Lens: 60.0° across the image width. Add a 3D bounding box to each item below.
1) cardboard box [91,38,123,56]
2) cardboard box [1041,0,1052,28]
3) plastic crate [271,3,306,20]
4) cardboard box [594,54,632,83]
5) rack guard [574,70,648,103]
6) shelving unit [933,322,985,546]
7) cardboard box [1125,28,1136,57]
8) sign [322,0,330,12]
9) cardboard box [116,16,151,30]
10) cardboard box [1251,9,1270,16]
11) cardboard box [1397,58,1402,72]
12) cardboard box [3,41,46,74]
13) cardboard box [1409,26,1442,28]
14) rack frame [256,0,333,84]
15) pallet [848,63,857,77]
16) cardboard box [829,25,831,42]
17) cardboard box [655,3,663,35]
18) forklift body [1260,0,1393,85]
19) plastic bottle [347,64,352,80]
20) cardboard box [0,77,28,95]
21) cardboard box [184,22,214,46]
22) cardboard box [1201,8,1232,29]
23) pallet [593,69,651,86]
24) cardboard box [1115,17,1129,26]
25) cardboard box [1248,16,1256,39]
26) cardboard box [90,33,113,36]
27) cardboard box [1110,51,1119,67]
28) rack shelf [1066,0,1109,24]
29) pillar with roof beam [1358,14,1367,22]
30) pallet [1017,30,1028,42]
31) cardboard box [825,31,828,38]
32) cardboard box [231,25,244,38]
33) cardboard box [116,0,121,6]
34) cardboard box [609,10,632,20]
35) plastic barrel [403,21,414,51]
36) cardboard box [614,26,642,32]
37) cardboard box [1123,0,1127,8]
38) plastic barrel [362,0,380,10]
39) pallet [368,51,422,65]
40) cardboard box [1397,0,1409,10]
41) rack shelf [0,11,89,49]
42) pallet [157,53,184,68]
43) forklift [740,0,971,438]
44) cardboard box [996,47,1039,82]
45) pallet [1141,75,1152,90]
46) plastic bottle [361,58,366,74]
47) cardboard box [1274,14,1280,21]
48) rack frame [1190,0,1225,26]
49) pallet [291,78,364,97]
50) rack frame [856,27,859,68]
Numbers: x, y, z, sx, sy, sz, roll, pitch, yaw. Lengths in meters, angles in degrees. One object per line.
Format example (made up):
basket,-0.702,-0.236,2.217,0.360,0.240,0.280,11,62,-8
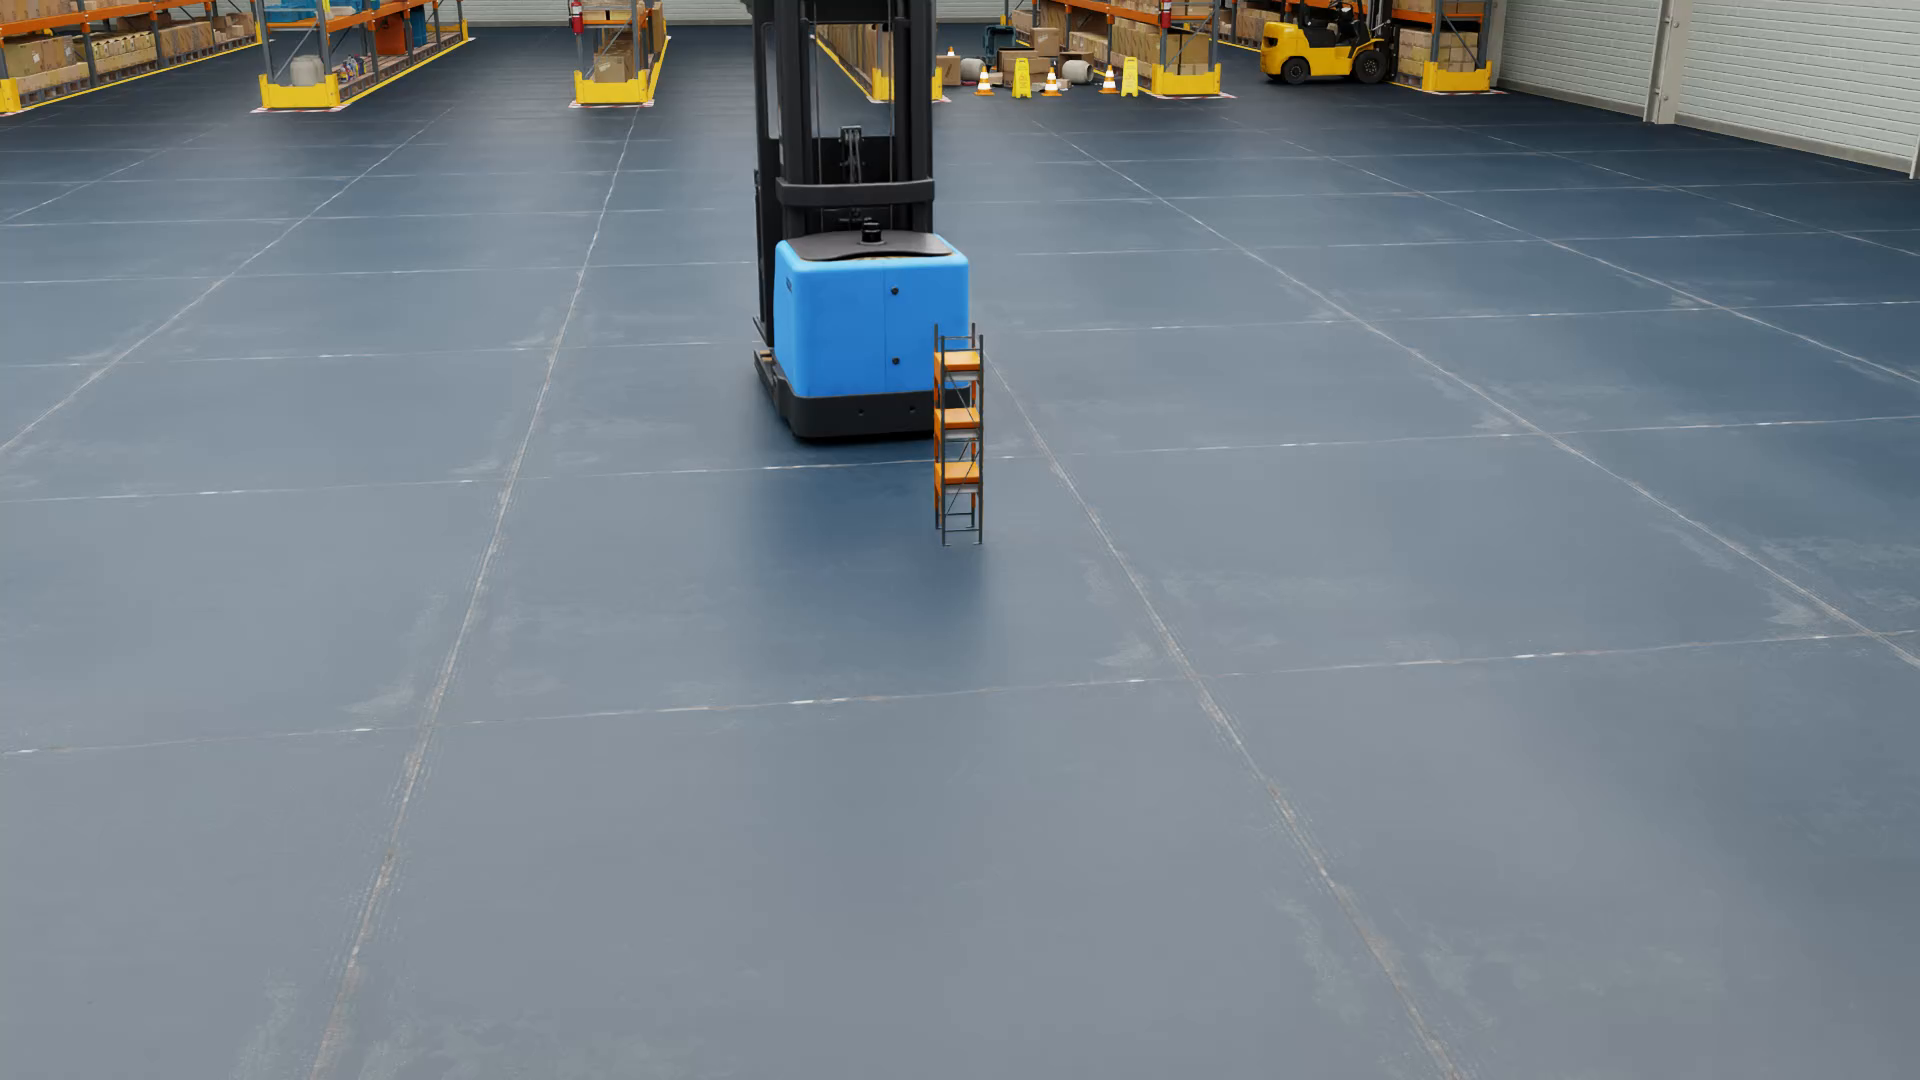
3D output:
cardboard box,-16.162,-9.310,31.385,0.500,0.311,0.500,-4,21,-10
cardboard box,2.419,-12.389,39.537,0.875,0.875,0.875,-2,21,-6
plastic crate,-11.184,-8.808,27.724,0.499,0.251,0.408,-3,21,-8
cardboard box,-5.900,-7.987,28.285,0.500,0.500,0.500,1,20,2
rack guard,-5.837,-7.599,27.848,1.175,0.500,0.348,-3,21,-8
shelving unit,-0.008,-0.510,8.082,0.215,1.050,0.252,-3,21,-8
cardboard box,3.383,-9.306,31.104,0.500,0.500,0.500,-2,21,-5
sign,-10.183,-8.650,26.693,0.100,0.325,0.005,-3,21,-8
cardboard box,-17.162,-10.733,34.538,0.500,0.250,0.500,-2,21,-6
cardboard box,7.168,-12.568,39.623,0.380,0.149,0.250,-3,21,-9
cardboard box,8.386,-8.897,31.080,0.500,0.250,0.500,-3,21,-7
cardboard box,-15.646,-8.048,27.735,0.500,0.500,0.500,-3,21,-8
cardboard box,8.805,-9.573,31.460,0.500,0.250,0.500,-3,21,-9
rack frame,-10.728,-8.494,26.672,1.000,3.000,0.127,-3,21,-8
pallet,-1.666,-9.301,32.818,1.003,0.211,1.213,-3,21,-8
cardboard box,-2.789,-11.870,38.684,0.500,0.500,0.500,-2,21,-6
cardboard box,-7.314,-11.570,37.344,1.225,0.875,0.875,-4,21,-10
forklift body,6.813,-9.662,31.012,2.313,2.155,1.214,-3,21,-8
plastic bottle,-10.744,-8.219,29.205,0.097,0.271,0.097,0,20,0
cardboard box,-15.487,-7.351,26.941,0.500,0.250,0.500,-3,21,-8
cardboard box,-17.005,-11.279,37.072,0.500,0.500,0.500,-3,21,-8
cardboard box,6.664,-13.546,43.171,0.700,0.500,0.500,-2,21,-6
pallet,-6.271,-8.592,30.918,1.003,0.211,1.213,-3,21,-8
cardboard box,3.180,-9.928,31.842,0.380,0.149,0.250,-3,21,-7
cardboard box,7.163,-12.140,39.406,0.500,0.500,0.500,-4,21,-9
cardboard box,-16.914,-9.809,32.721,0.500,0.311,0.500,-3,21,-9
cardboard box,3.221,-9.319,32.211,0.500,0.250,0.500,-4,21,-10
rack shelf,3.115,-10.984,34.367,1.077,0.370,4.000,-3,21,-8
pillar with roof beam,4.558,-14.453,34.051,9.100,9.000,0.400,-3,21,-8
pallet,2.039,-12.783,42.140,1.003,0.211,1.213,-3,21,-8
cardboard box,-3.027,-12.094,39.783,0.380,0.149,0.250,-3,21,-7
cardboard box,-17.507,-12.197,39.887,0.500,0.250,0.500,-3,21,-8
cardboard box,-16.543,-10.459,32.292,0.380,0.149,0.250,-1,21,-4
cardboard box,-5.632,-8.737,27.681,0.380,0.149,0.250,-3,21,-8
plastic barrel,-12.131,-10.891,35.934,0.600,0.588,0.708,-3,21,-8
cardboard box,-6.767,-10.487,33.878,0.500,0.250,0.500,-1,20,-2
cardboard box,3.289,-10.123,31.392,0.380,0.149,0.250,-2,21,-6
plastic barrel,-11.060,-10.263,30.691,0.600,0.901,0.708,-3,21,-8
pallet,-12.036,-10.229,35.301,1.003,0.211,1.213,-3,21,-8
cardboard box,8.421,-10.057,30.713,0.500,0.500,0.500,-3,21,-9
rack shelf,-15.918,-8.601,27.986,1.077,0.370,4.000,-3,21,-8
pallet,-16.853,-9.970,34.607,1.003,0.211,1.213,-3,21,-8
forklift,-0.768,-2.444,10.570,1.130,2.935,3.031,-5,21,-12
cardboard box,1.079,-8.942,31.244,0.797,0.637,0.503,-3,21,-8
pallet,3.887,-8.247,29.995,1.003,0.211,1.213,-3,21,-8
plastic bottle,-10.908,-8.663,30.376,0.061,0.283,0.133,-2,21,-5
cardboard box,7.346,-11.846,37.691,0.380,0.149,0.250,-4,21,-11
rack frame,6.585,-15.035,44.184,1.000,3.000,0.127,-3,21,-8
pallet,-11.069,-7.915,29.106,1.003,0.211,1.213,-3,21,-8
rack frame,-1.480,-10.344,31.625,1.000,3.000,0.127,-3,21,-8
